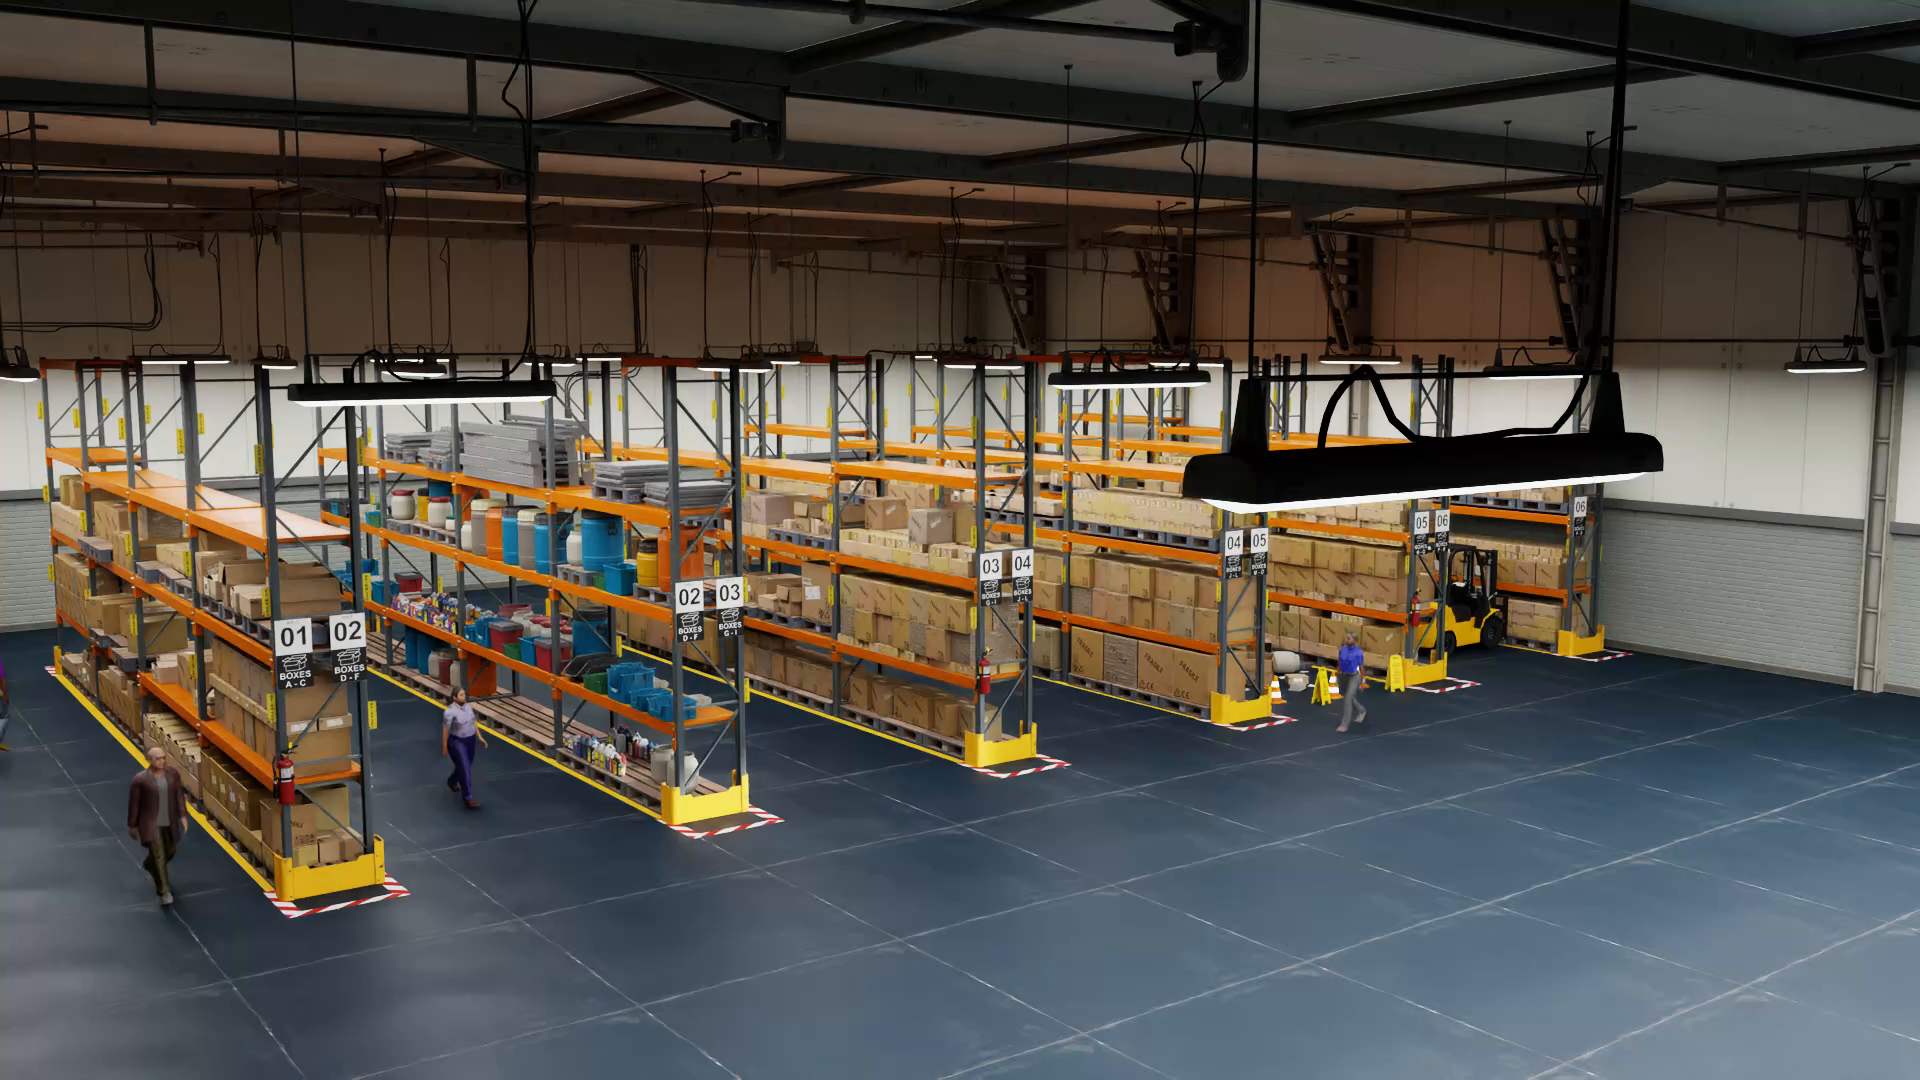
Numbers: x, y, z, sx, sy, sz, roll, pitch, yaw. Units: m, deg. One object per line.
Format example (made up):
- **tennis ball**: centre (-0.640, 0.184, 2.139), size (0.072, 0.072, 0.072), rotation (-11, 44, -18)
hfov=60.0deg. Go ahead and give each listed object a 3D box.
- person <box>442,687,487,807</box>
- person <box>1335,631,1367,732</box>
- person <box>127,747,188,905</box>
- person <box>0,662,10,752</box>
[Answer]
- **person**: centre (-6.828, 2.795, 22.796), size (0.976, 1.577, 0.569), rotation (5, 9, 38)
- **person**: centre (6.387, 2.316, 27.112), size (0.923, 1.516, 0.469), rotation (-6, 9, -41)
- **person**: centre (-9.157, 3.253, 18.984), size (1.124, 1.619, 0.607), rotation (5, 8, 36)
- **person**: centre (-14.855, 2.416, 25.381), size (0.609, 1.769, 0.489), rotation (-1, 7, -7)
